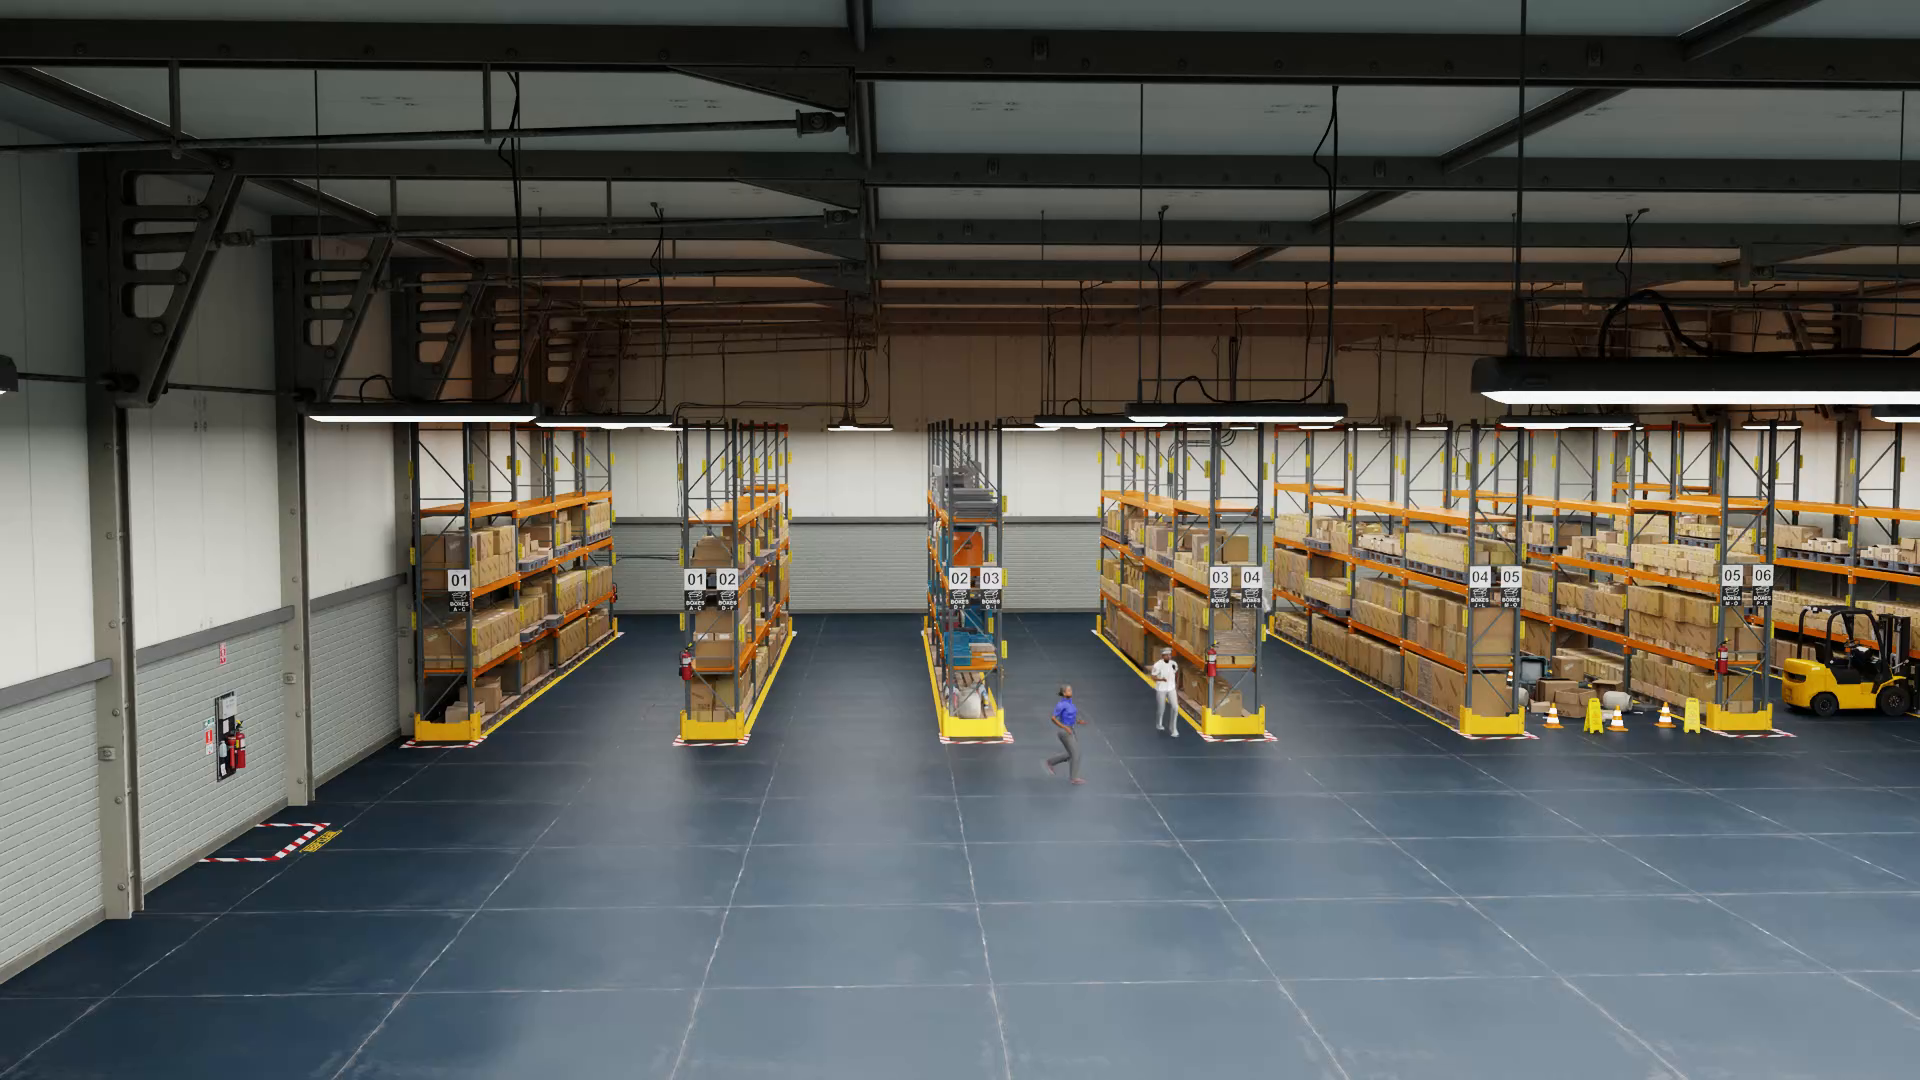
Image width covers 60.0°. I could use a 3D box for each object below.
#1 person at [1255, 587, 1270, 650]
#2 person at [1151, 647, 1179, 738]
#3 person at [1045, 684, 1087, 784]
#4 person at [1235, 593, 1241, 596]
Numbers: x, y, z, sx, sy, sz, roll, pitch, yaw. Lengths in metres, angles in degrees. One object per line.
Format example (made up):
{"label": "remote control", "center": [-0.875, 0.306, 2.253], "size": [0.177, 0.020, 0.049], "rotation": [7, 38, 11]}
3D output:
{"label": "person", "center": [7.912, 2.059, 44.119], "size": [0.626, 1.668, 0.829], "rotation": [0, 4, -3]}
{"label": "person", "center": [3.896, 2.874, 31.567], "size": [0.602, 1.728, 0.797], "rotation": [-1, 4, -9]}
{"label": "person", "center": [1.728, 3.168, 27.231], "size": [0.749, 1.616, 0.586], "rotation": [2, 4, 24]}
{"label": "person", "center": [7.715, 1.881, 46.908], "size": [0.729, 1.695, 0.719], "rotation": [0, 4, -4]}
